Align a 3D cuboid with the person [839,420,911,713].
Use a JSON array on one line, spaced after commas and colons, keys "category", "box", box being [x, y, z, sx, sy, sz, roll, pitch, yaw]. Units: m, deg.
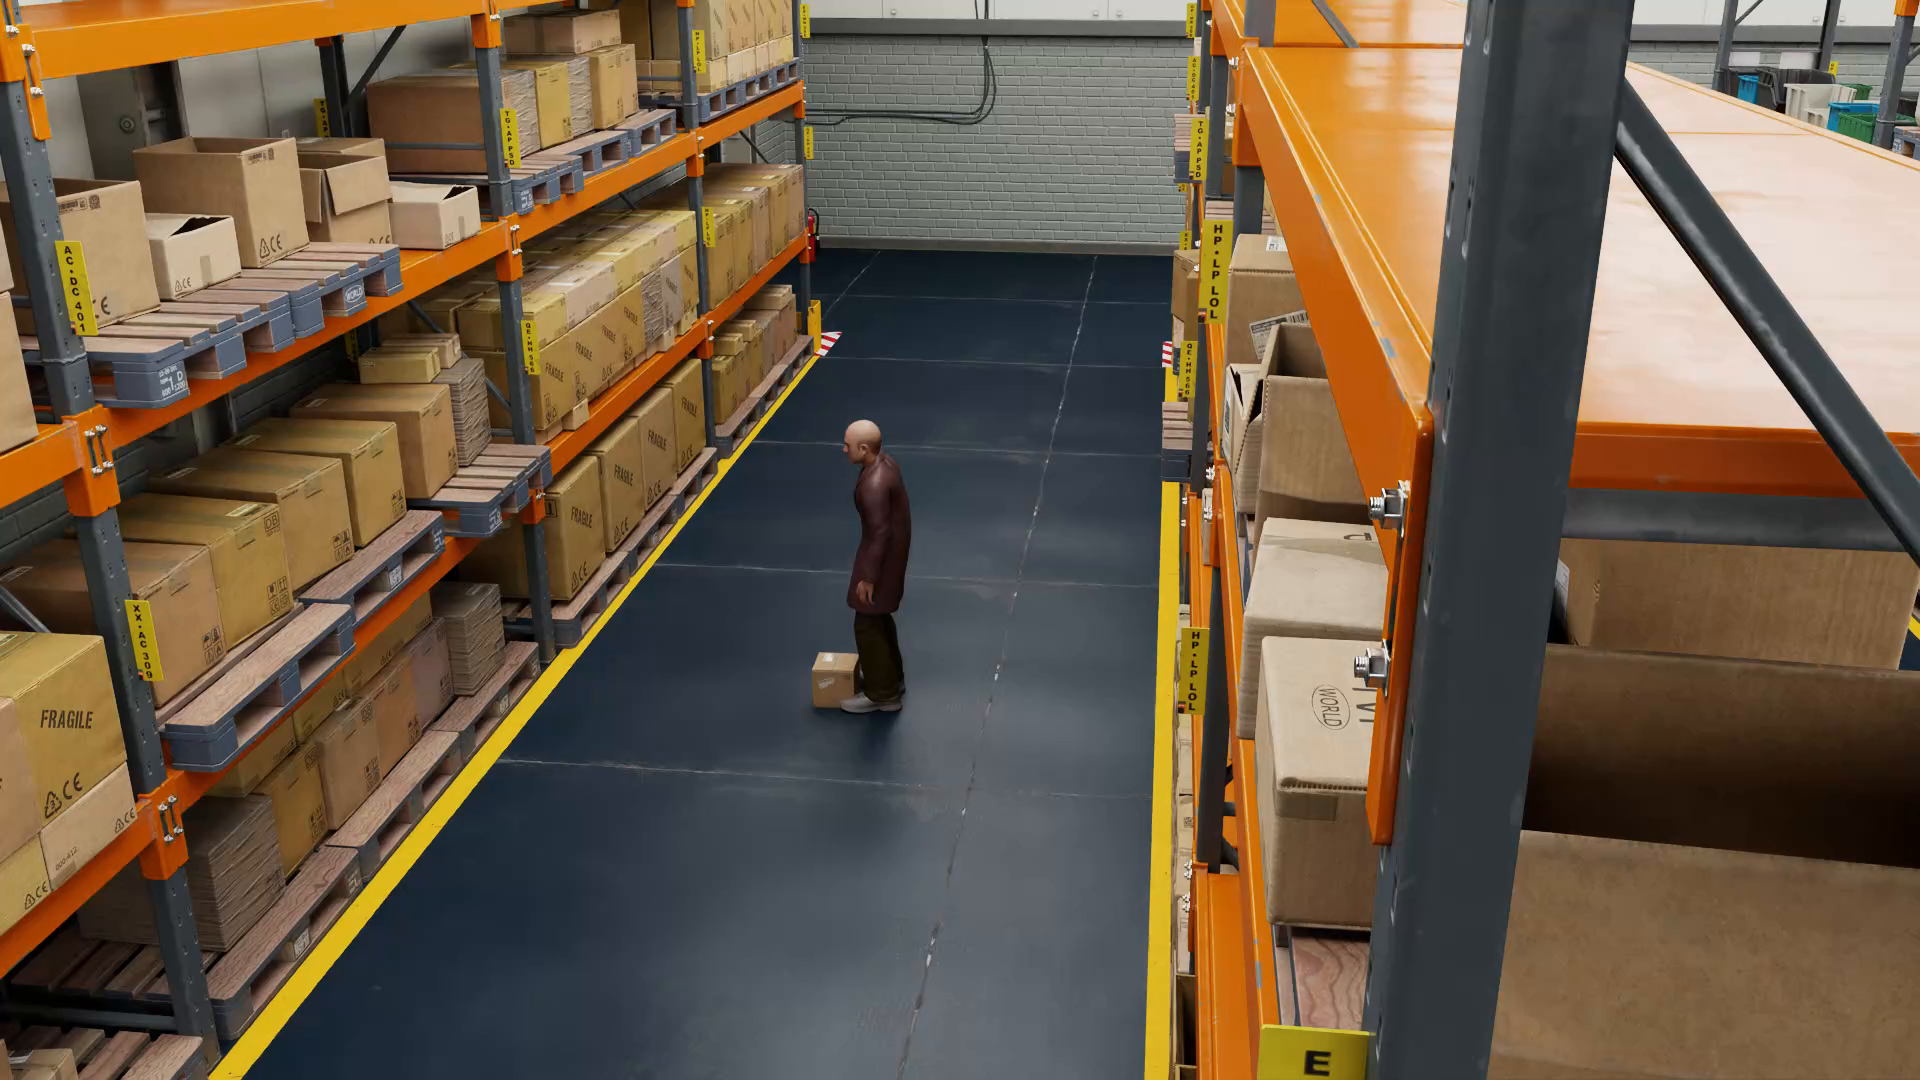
[{"category": "person", "box": [-0.498, 0.146, 9.720, 0.429, 1.772, 0.647, 1, 21, 3]}]
